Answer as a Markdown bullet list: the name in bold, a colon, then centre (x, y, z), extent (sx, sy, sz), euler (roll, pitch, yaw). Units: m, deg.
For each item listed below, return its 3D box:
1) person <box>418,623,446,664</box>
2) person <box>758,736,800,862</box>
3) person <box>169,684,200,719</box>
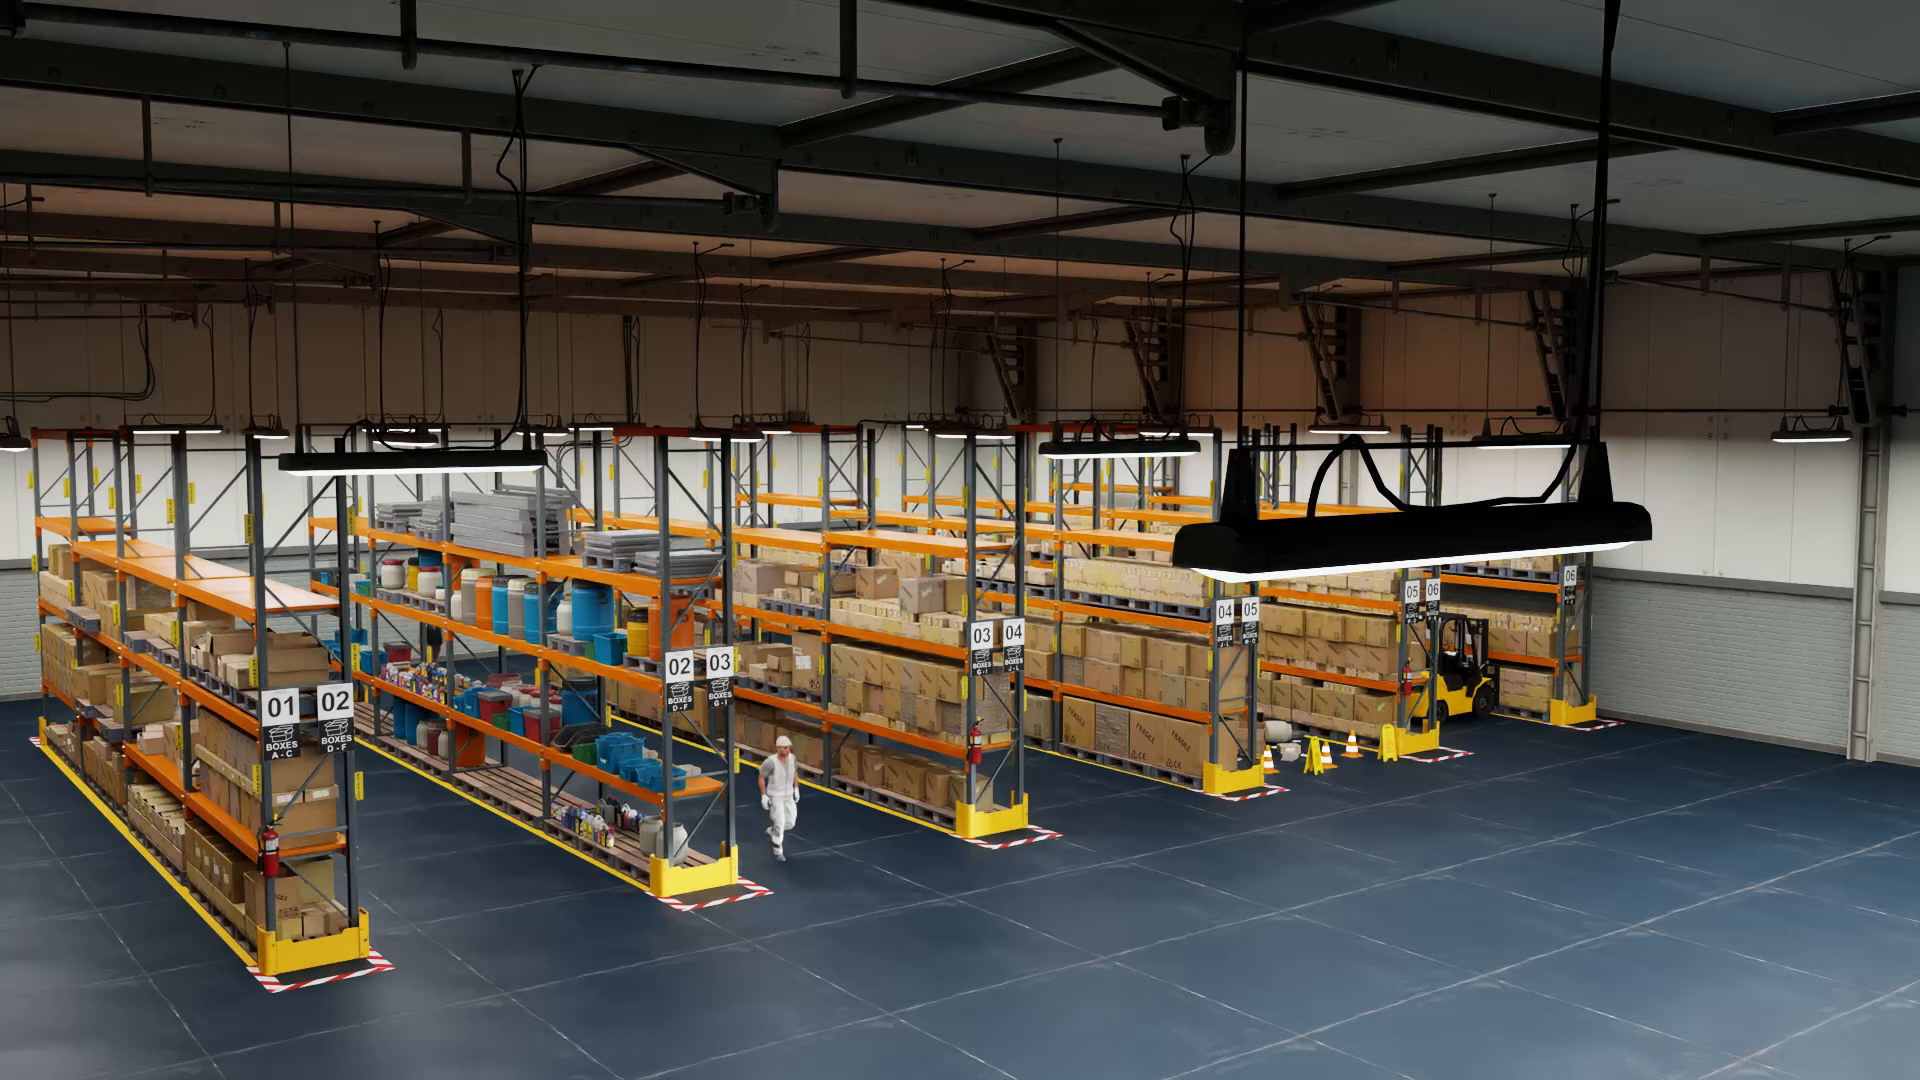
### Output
- **person**: centre (-12.294, 2.444, 38.776), extent (0.636, 1.663, 1.065), euler (-3, 6, -36)
- **person**: centre (-2.595, 3.616, 23.513), extent (0.626, 1.761, 0.673), euler (-4, 6, -41)
- **person**: centre (-14.449, 3.051, 30.876), extent (0.659, 1.742, 0.626), euler (4, 6, 41)
